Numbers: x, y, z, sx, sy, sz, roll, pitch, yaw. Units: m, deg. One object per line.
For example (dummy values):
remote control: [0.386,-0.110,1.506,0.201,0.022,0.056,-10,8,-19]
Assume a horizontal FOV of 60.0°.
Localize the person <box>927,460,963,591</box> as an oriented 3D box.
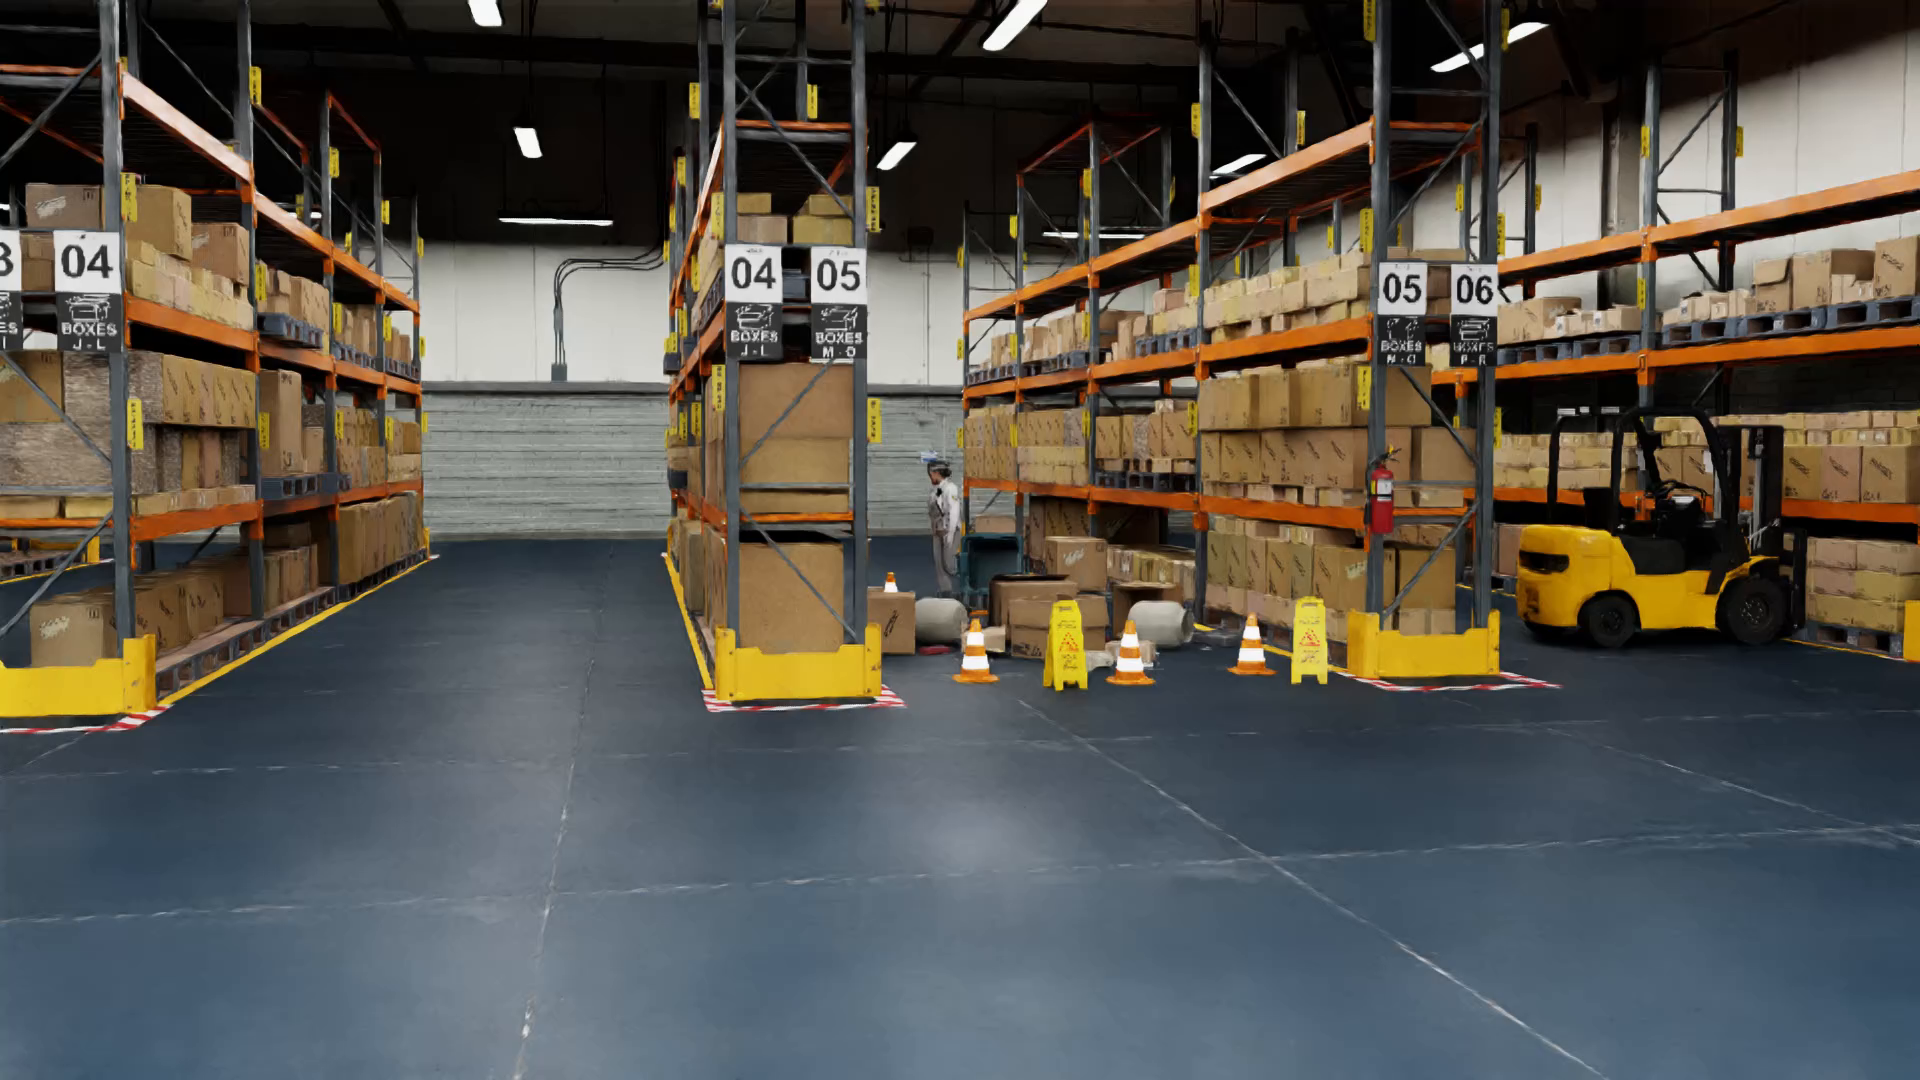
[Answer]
person: [-0.119,-0.054,18.226,0.634,1.638,0.517,-2,4,-35]
